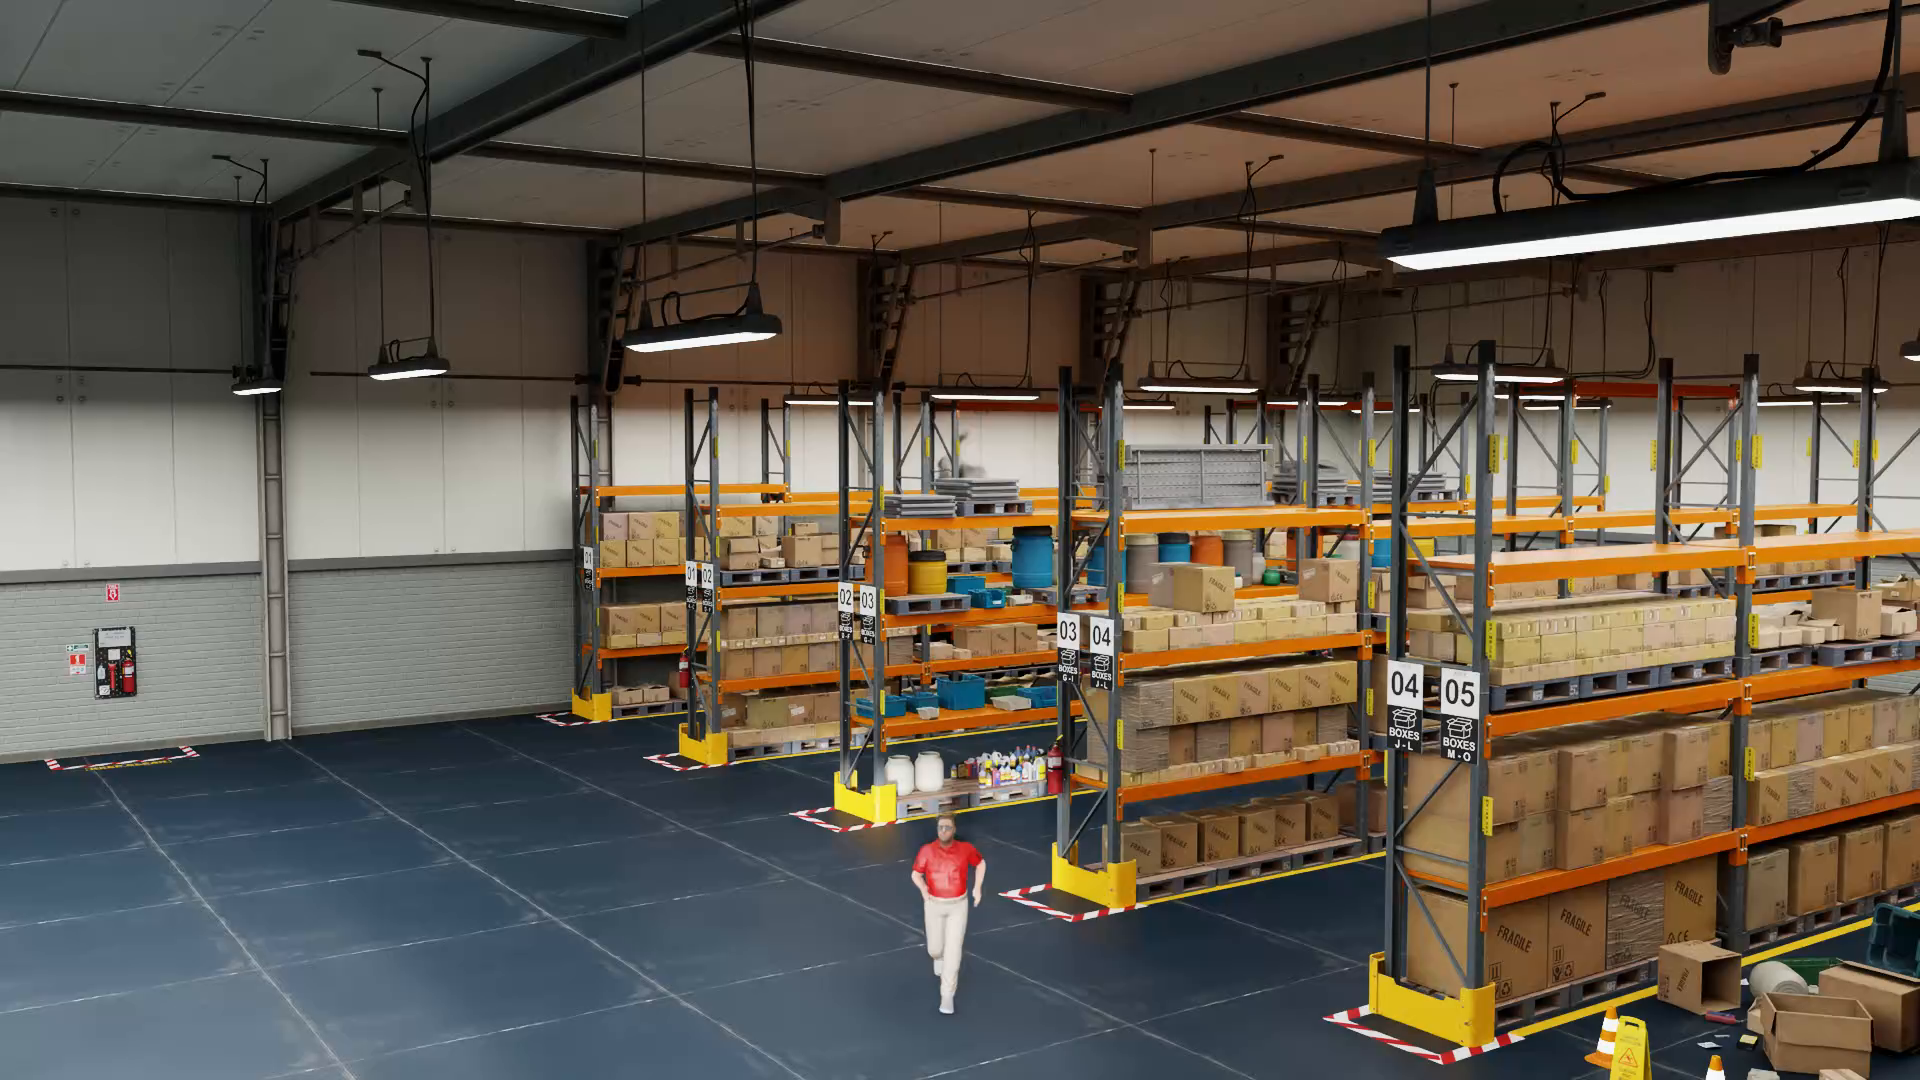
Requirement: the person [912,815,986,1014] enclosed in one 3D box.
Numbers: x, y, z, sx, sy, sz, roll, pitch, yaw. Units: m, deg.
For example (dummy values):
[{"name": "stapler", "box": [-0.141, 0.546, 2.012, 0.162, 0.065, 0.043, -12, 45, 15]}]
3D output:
[{"name": "person", "box": [-0.113, 3.389, 15.323, 0.678, 1.690, 0.992, 0, 3, 5]}]
